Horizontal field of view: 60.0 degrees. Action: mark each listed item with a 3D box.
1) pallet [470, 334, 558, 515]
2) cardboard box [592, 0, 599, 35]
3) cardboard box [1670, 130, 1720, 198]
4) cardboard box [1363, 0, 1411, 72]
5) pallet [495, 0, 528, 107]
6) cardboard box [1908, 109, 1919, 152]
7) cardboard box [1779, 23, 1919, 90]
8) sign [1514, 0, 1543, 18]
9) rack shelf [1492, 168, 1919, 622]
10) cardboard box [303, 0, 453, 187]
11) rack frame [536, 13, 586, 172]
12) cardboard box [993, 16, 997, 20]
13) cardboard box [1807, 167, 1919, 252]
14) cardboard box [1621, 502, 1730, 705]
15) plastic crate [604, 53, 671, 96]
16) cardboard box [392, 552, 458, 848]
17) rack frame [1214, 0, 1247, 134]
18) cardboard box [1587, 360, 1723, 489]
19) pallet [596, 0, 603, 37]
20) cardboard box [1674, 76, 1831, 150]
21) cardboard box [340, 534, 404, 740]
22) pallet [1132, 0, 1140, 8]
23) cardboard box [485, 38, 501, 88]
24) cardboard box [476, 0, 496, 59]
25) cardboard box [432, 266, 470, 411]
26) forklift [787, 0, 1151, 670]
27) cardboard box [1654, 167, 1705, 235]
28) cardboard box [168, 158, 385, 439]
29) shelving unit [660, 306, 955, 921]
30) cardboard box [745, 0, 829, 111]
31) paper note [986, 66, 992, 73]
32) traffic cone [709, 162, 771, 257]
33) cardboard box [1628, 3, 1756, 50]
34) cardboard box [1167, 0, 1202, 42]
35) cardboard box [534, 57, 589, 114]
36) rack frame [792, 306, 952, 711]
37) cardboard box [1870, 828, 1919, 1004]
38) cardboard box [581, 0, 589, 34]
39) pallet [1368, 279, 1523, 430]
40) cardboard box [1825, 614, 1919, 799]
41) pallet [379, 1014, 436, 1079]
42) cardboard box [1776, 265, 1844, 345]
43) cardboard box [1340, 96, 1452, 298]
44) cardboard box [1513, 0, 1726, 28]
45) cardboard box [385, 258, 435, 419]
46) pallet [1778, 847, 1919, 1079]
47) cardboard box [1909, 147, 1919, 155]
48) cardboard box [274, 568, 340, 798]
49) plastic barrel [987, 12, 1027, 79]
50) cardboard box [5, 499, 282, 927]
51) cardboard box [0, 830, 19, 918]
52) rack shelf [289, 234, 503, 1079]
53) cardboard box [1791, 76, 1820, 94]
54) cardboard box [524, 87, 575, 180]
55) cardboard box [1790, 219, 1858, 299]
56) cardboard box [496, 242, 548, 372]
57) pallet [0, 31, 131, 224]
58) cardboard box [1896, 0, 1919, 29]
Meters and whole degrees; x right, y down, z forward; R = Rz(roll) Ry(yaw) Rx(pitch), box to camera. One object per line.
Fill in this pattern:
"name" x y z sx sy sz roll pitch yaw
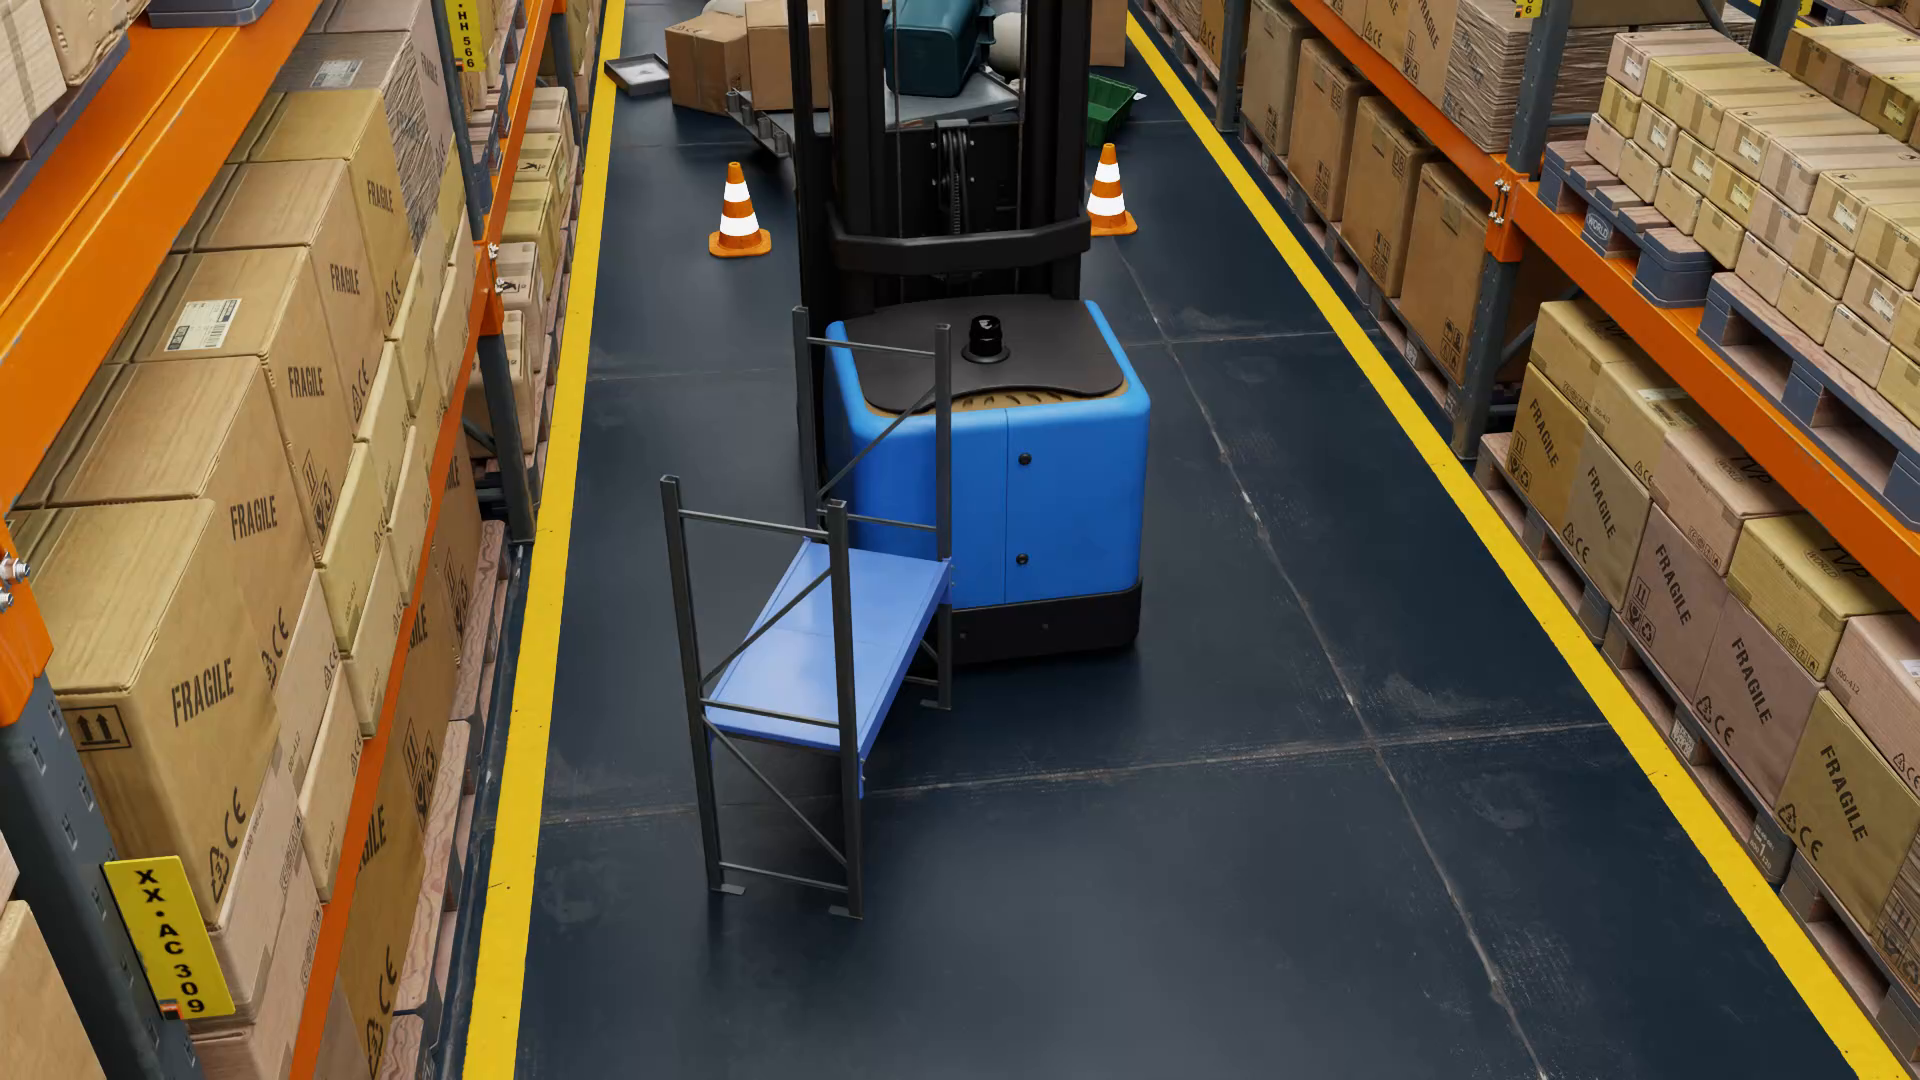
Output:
"pallet" -2.328 -0.504 7.302 1.003 0.211 1.213 -4 35 -6
"cardboard box" -2.787 -3.710 11.599 0.500 0.250 0.500 -6 35 -8
"cardboard box" 2.611 -1.259 5.520 0.380 0.149 0.250 -5 35 -8
"cardboard box" 2.208 -2.481 7.639 0.500 0.500 0.500 -5 35 -7
"pallet" -2.531 -2.243 7.547 1.003 0.211 1.213 -4 35 -6
"cardboard box" 3.294 -1.293 5.306 0.380 0.149 0.250 -3 34 -5
"cardboard box" 3.188 -1.728 5.944 0.380 0.149 0.250 -6 35 -8
"sign" 2.118 -2.086 6.119 0.100 0.325 0.005 -4 35 -6
"rack shelf" 2.936 -0.238 5.075 1.077 0.370 4.000 -4 35 -6
"cardboard box" -1.895 -1.406 5.173 0.500 0.500 0.500 -5 35 -8
"rack frame" -2.762 -3.452 9.152 1.000 3.000 0.127 -4 35 -6
"cardboard box" 0.073 -3.574 11.758 0.396 0.266 0.258 1 34 2
"cardboard box" 2.716 -0.961 4.819 0.380 0.149 0.250 -3 34 -5
"cardboard box" 2.654 0.188 5.657 0.500 0.500 0.500 -5 35 -8
"plastic crate" -2.161 -3.184 11.351 0.402 0.080 0.583 -16 38 -23
"cardboard box" -2.098 0.374 5.051 0.875 0.875 0.875 -4 34 -6
"rack frame" 2.129 -3.884 9.785 1.000 3.000 0.127 -4 35 -6
"cardboard box" 2.588 -0.416 5.878 0.500 0.250 0.500 -5 35 -7
"pallet" -3.216 -4.034 12.482 1.003 0.211 1.213 -4 35 -6
"cardboard box" 2.605 -1.408 5.474 0.380 0.149 0.250 -5 35 -7
"cardboard box" -1.608 0.233 3.878 0.500 0.250 0.500 -5 35 -7
"pallet" 1.776 -4.523 13.200 1.003 0.211 1.213 -4 35 -6
"cardboard box" -2.096 -1.957 6.808 0.380 0.149 0.250 -4 34 -6
"cardboard box" -2.132 -2.117 6.467 0.500 0.500 0.500 -3 34 -4
"cardboard box" -1.815 -0.612 5.117 0.500 0.250 0.500 -4 34 -6
"forklift" -0.114 -1.560 6.437 1.130 2.935 3.031 -6 35 -9
"cardboard box" 2.600 -1.156 5.633 0.380 0.149 0.250 -3 34 -4
"cardboard box" -1.697 -0.560 3.931 0.500 0.500 0.500 -5 35 -7
"shelving unit" -0.403 0.217 5.100 0.538 1.500 1.048 9 35 12
"cardboard box" -1.002 -2.884 9.865 0.500 0.500 0.500 -4 35 -6
"paper note" 0.133 -3.273 11.532 0.172 0.023 0.155 7 35 10
"traffic cone" -1.208 -1.818 9.007 0.336 0.463 0.334 -4 35 -6
"cardboard box" 2.874 -1.964 6.879 0.500 0.500 0.500 -4 34 -6
"cardboard box" 1.989 -4.038 11.526 0.875 0.875 0.875 -4 34 -6
"cardboard box" -2.574 -2.839 10.322 0.500 0.250 0.500 -6 35 -9
"rack frame" -0.272 -0.060 5.506 0.500 1.500 0.032 9 35 12
"cardboard box" 2.856 1.046 4.398 0.500 0.500 0.500 -5 35 -7
"cardboard box" -2.658 -3.447 10.547 0.500 0.500 0.500 -3 34 -4
"pallet" 2.636 -0.945 7.949 1.003 0.211 1.213 -4 35 -6
"cardboard box" 2.799 0.446 4.613 0.500 0.250 0.500 -3 34 -4
"pallet" -1.865 1.739 4.010 1.003 0.211 1.213 -4 35 -6
"cardboard box" 2.708 -0.717 4.988 0.380 0.149 0.250 -4 34 -6
"cardboard box" 2.554 -1.730 8.249 1.050 0.750 0.750 -4 34 -6
"cardboard box" 2.617 -2.357 6.569 0.700 0.500 0.500 -5 35 -7
"cardboard box" -1.746 -0.544 4.574 0.500 0.250 0.500 -5 35 -8
"pallet" 3.099 1.299 4.657 1.003 0.211 1.213 -4 35 -6
"cardboard box" 3.294 -1.168 5.386 0.380 0.149 0.250 -4 35 -6
"cardboard box" -1.564 0.312 3.318 0.500 0.250 0.500 -4 34 -6
"plastic barrel" 0.457 -3.336 11.269 0.512 0.421 0.421 20 39 26
"cardboard box" -1.460 0.290 2.684 0.500 0.500 0.500 -4 34 -6
"cardboard box" -1.329 0.437 1.892 0.380 0.149 0.250 -5 35 -7
"rack shelf" -1.955 0.193 4.442 1.077 0.370 4.000 -4 35 -6
"cardboard box" 3.185 -1.603 6.025 0.380 0.149 0.250 -4 34 -5
"cardboard box" -2.689 -2.248 9.345 0.950 0.372 0.625 -4 34 -6
"cardboard box" 2.708 -0.841 4.906 0.380 0.149 0.250 -5 35 -7
"cardboard box" -2.397 -1.035 7.566 0.950 0.372 0.625 -5 35 -7
"pallet" -1.858 -0.656 2.556 0.805 0.209 1.217 -6 35 -8
"cardboard box" 6.959 -3.889 11.640 0.500 0.500 0.500 6 35 9
